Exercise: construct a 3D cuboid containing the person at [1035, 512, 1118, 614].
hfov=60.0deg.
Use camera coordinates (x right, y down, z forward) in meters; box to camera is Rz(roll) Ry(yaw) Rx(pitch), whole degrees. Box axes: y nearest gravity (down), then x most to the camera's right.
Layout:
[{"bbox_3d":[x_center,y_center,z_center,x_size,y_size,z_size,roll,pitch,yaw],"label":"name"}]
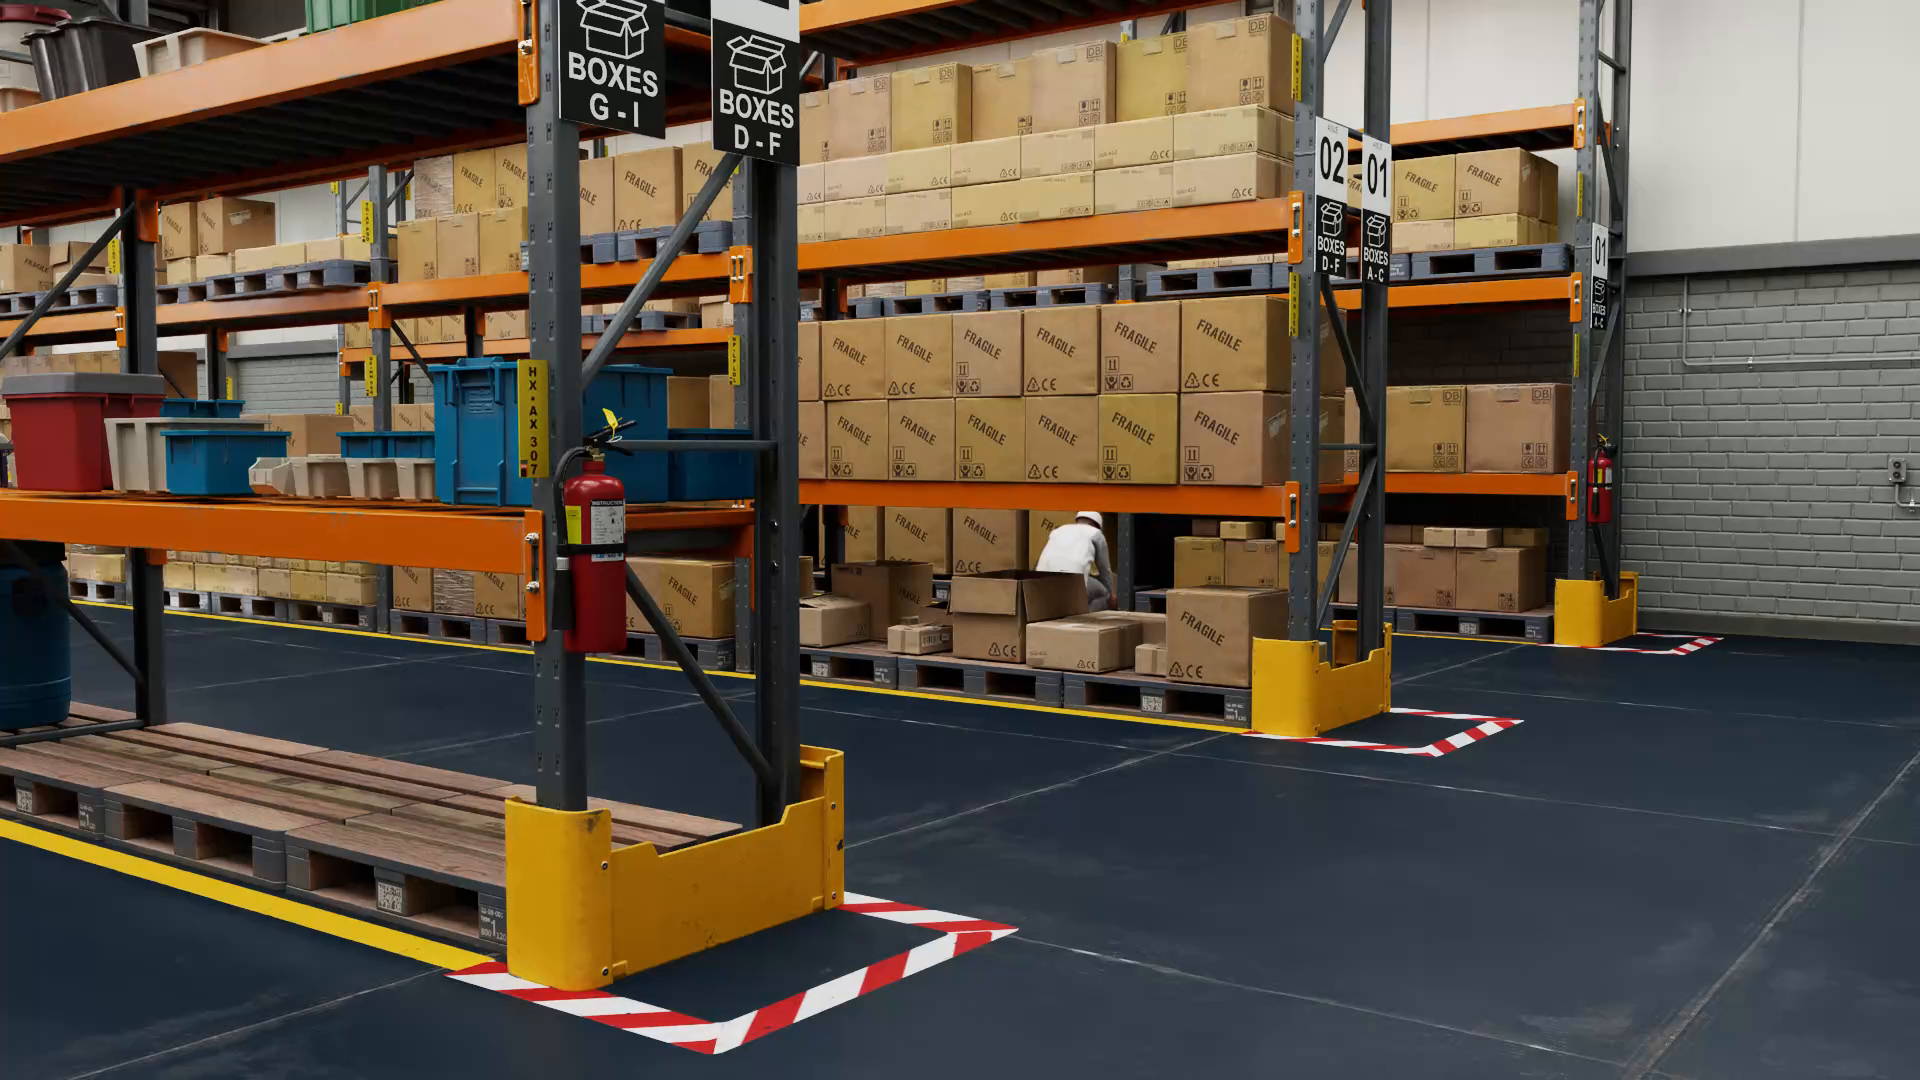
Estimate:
[{"bbox_3d":[0.948,0.252,13.631,0.521,1.012,0.880,2,4,35],"label":"person"}]
